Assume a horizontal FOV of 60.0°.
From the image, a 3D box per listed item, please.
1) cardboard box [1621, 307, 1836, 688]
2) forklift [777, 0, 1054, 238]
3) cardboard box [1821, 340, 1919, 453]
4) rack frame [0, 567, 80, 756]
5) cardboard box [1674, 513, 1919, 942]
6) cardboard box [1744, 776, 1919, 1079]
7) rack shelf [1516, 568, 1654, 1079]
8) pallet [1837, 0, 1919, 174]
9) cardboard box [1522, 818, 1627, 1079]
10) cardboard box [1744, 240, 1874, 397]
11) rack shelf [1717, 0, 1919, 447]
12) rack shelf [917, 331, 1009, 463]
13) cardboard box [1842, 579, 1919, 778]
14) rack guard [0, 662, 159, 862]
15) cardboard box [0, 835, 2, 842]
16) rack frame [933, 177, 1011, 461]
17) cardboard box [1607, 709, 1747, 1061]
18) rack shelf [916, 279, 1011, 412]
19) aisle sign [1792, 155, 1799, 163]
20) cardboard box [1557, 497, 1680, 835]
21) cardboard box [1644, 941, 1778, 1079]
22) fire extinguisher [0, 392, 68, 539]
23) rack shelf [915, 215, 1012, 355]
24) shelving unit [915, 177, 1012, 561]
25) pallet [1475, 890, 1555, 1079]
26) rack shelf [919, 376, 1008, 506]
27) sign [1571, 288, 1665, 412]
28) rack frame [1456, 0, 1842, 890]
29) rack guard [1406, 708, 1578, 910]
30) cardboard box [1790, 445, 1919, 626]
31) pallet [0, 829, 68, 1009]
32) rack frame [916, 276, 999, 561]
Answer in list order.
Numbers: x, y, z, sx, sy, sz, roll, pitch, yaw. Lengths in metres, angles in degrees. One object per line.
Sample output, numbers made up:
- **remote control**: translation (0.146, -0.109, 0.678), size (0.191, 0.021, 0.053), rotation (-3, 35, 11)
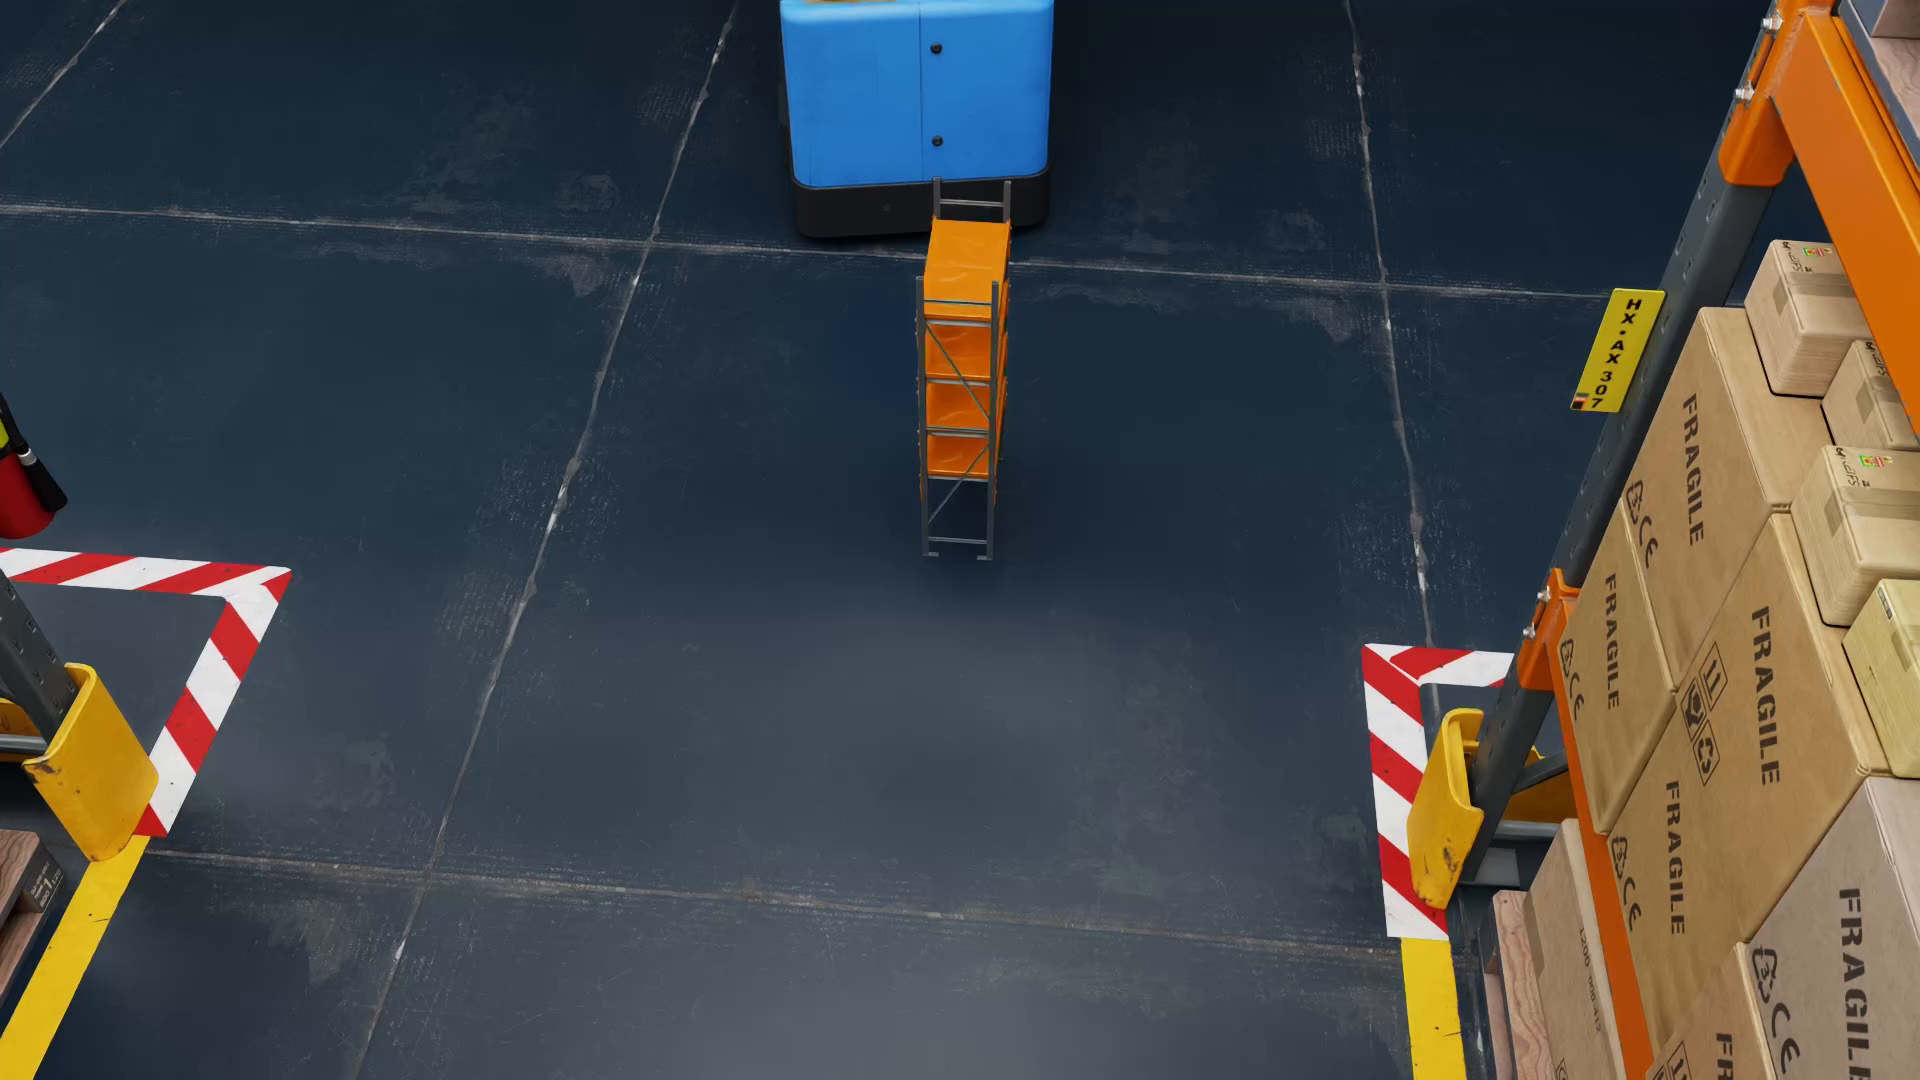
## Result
- **cardboard box**: translation (1.579, -0.064, 3.030), size (0.500, 0.500, 0.500), rotation (3, 48, 3)
- **forklift**: translation (-0.289, -3.313, 6.794), size (1.130, 2.935, 3.031), rotation (-4, 48, -4)
- **cardboard box**: translation (1.645, -0.177, 2.694), size (0.380, 0.149, 0.250), rotation (5, 48, 4)
- **rack frame**: translation (-3.033, -0.285, 3.978), size (1.000, 3.000, 0.127), rotation (4, 48, 4)
- **cardboard box**: translation (1.538, 0.316, 2.683), size (0.500, 0.500, 0.500), rotation (3, 48, 2)
- **cardboard box**: translation (1.499, 0.695, 2.336), size (0.500, 0.500, 0.500), rotation (4, 48, 3)
- **rack shelf**: translation (1.724, 1.686, 2.662), size (1.077, 0.370, 4.000), rotation (4, 48, 4)
- **pallet**: translation (1.849, -0.463, 2.168), size (1.003, 0.211, 1.213), rotation (4, 48, 4)
- **cardboard box**: translation (1.945, 1.188, 4.082), size (0.875, 0.438, 0.875), rotation (2, 48, 2)
- **cardboard box**: translation (1.598, -0.374, 2.874), size (0.380, 0.149, 0.250), rotation (5, 48, 4)
- **rack shelf**: translation (1.724, 0.674, 1.556), size (1.077, 0.370, 4.000), rotation (4, 48, 4)
- **rack shelf**: translation (0.015, -0.481, 5.468), size (0.258, 0.148, 0.480), rotation (4, 48, 4)
- **cardboard box**: translation (1.501, 0.201, 2.348), size (0.380, 0.149, 0.250), rotation (2, 48, 2)
- **rack guard**: translation (-3.040, 0.615, 4.849), size (1.175, 0.500, 0.348), rotation (4, 48, 4)
- **cardboard box**: translation (-2.797, 0.842, 4.393), size (0.380, 0.149, 0.250), rotation (3, 48, 2)
- **rack frame**: translation (0.037, -0.706, 5.582), size (0.240, 1.200, 0.015), rotation (4, 48, 4)
- **cardboard box**: translation (1.558, 0.647, 3.058), size (0.500, 0.500, 0.500), rotation (3, 48, 3)
- **rack shelf**: translation (0.015, -0.632, 5.303), size (0.258, 0.148, 0.480), rotation (4, 48, 4)
- **aisle sign**: translation (1.624, -0.976, 2.848), size (0.394, 0.787, 0.004), rotation (4, 48, 4)
- **cardboard box**: translation (1.576, 0.273, 3.399), size (0.500, 0.500, 0.500), rotation (4, 48, 3)
- **cardboard box**: translation (1.494, 1.020, 2.717), size (0.500, 0.500, 0.500), rotation (4, 48, 3)
- **fire extinguisher**: translation (-2.550, -0.287, 4.285), size (0.296, 0.674, 0.183), rotation (4, 48, 4)
- **rack shelf**: translation (0.015, -0.792, 5.129), size (0.258, 0.148, 0.480), rotation (4, 48, 4)
- **shelving unit**: translation (0.015, -0.527, 5.419), size (0.258, 1.200, 0.503), rotation (4, 48, 4)
- **pallet**: translation (1.911, 1.508, 4.228), size (1.003, 0.211, 1.213), rotation (4, 48, 4)
- **rack shelf**: translation (0.015, -0.347, 5.615), size (0.258, 0.148, 0.480), rotation (4, 48, 4)
- **sign**: translation (1.354, -0.387, 3.431), size (0.100, 0.325, 0.005), rotation (4, 48, 4)
- **rack frame**: translation (1.906, -0.026, 3.741), size (1.000, 3.000, 0.127), rotation (4, 48, 4)
- **rack guard**: translation (1.908, 0.800, 4.680), size (1.175, 0.500, 0.348), rotation (4, 48, 4)
- **cardboard box**: translation (1.507, 0.007, 2.526), size (0.380, 0.149, 0.250), rotation (5, 48, 5)
- **pallet**: translation (-3.149, 1.307, 4.412), size (1.003, 0.211, 1.213), rotation (4, 48, 4)
- **rack frame**: translation (-0.007, -0.347, 5.255), size (0.240, 1.200, 0.015), rotation (4, 48, 4)
